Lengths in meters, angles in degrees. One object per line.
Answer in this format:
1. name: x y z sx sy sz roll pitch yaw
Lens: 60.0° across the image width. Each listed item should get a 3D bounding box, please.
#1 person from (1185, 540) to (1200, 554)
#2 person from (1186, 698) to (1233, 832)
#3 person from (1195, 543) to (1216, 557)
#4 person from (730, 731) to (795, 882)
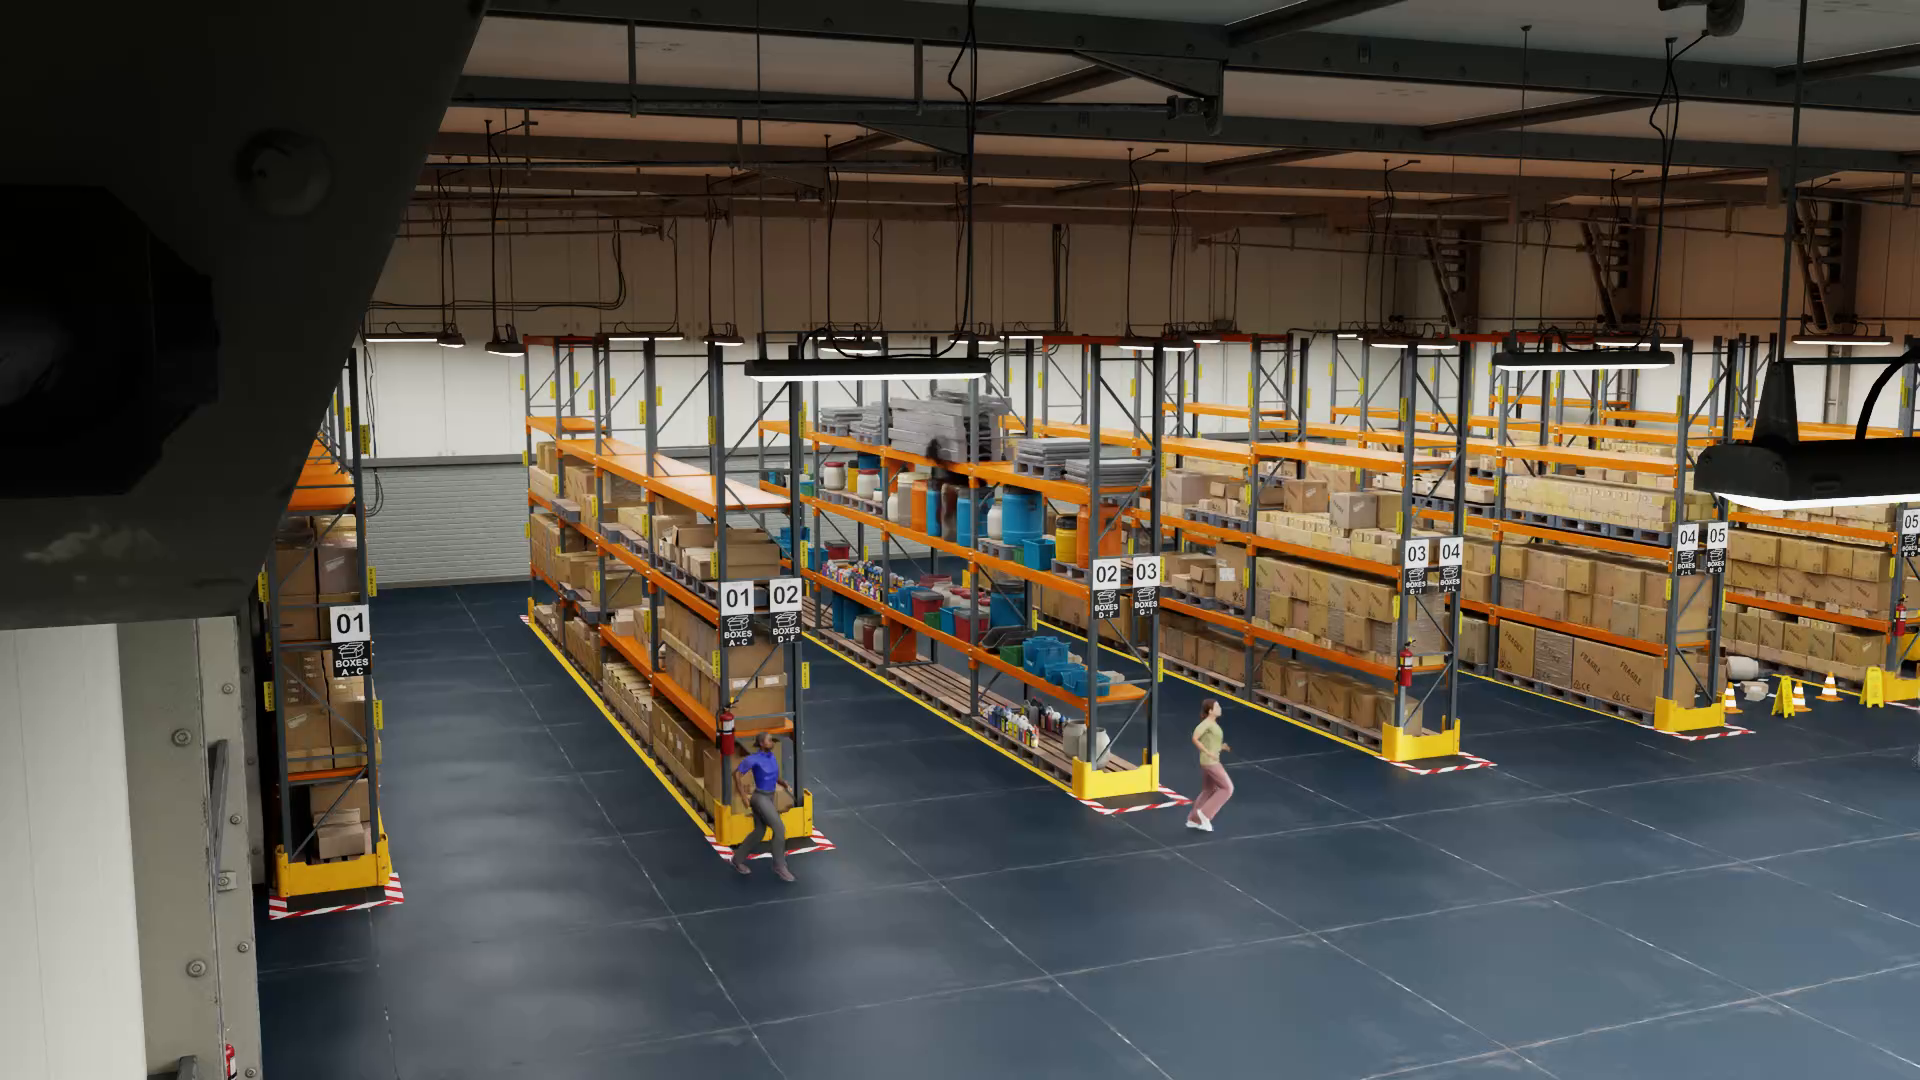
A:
1. person: 5.820 -0.159 41.946 0.947 1.792 0.685 -4 8 -26
2. person: 3.114 2.777 20.645 0.576 1.644 0.610 1 8 11
3. person: 6.034 -0.064 41.569 0.936 1.736 0.717 5 9 33
4. person: -2.202 3.012 18.958 0.786 1.642 0.581 2 8 16
